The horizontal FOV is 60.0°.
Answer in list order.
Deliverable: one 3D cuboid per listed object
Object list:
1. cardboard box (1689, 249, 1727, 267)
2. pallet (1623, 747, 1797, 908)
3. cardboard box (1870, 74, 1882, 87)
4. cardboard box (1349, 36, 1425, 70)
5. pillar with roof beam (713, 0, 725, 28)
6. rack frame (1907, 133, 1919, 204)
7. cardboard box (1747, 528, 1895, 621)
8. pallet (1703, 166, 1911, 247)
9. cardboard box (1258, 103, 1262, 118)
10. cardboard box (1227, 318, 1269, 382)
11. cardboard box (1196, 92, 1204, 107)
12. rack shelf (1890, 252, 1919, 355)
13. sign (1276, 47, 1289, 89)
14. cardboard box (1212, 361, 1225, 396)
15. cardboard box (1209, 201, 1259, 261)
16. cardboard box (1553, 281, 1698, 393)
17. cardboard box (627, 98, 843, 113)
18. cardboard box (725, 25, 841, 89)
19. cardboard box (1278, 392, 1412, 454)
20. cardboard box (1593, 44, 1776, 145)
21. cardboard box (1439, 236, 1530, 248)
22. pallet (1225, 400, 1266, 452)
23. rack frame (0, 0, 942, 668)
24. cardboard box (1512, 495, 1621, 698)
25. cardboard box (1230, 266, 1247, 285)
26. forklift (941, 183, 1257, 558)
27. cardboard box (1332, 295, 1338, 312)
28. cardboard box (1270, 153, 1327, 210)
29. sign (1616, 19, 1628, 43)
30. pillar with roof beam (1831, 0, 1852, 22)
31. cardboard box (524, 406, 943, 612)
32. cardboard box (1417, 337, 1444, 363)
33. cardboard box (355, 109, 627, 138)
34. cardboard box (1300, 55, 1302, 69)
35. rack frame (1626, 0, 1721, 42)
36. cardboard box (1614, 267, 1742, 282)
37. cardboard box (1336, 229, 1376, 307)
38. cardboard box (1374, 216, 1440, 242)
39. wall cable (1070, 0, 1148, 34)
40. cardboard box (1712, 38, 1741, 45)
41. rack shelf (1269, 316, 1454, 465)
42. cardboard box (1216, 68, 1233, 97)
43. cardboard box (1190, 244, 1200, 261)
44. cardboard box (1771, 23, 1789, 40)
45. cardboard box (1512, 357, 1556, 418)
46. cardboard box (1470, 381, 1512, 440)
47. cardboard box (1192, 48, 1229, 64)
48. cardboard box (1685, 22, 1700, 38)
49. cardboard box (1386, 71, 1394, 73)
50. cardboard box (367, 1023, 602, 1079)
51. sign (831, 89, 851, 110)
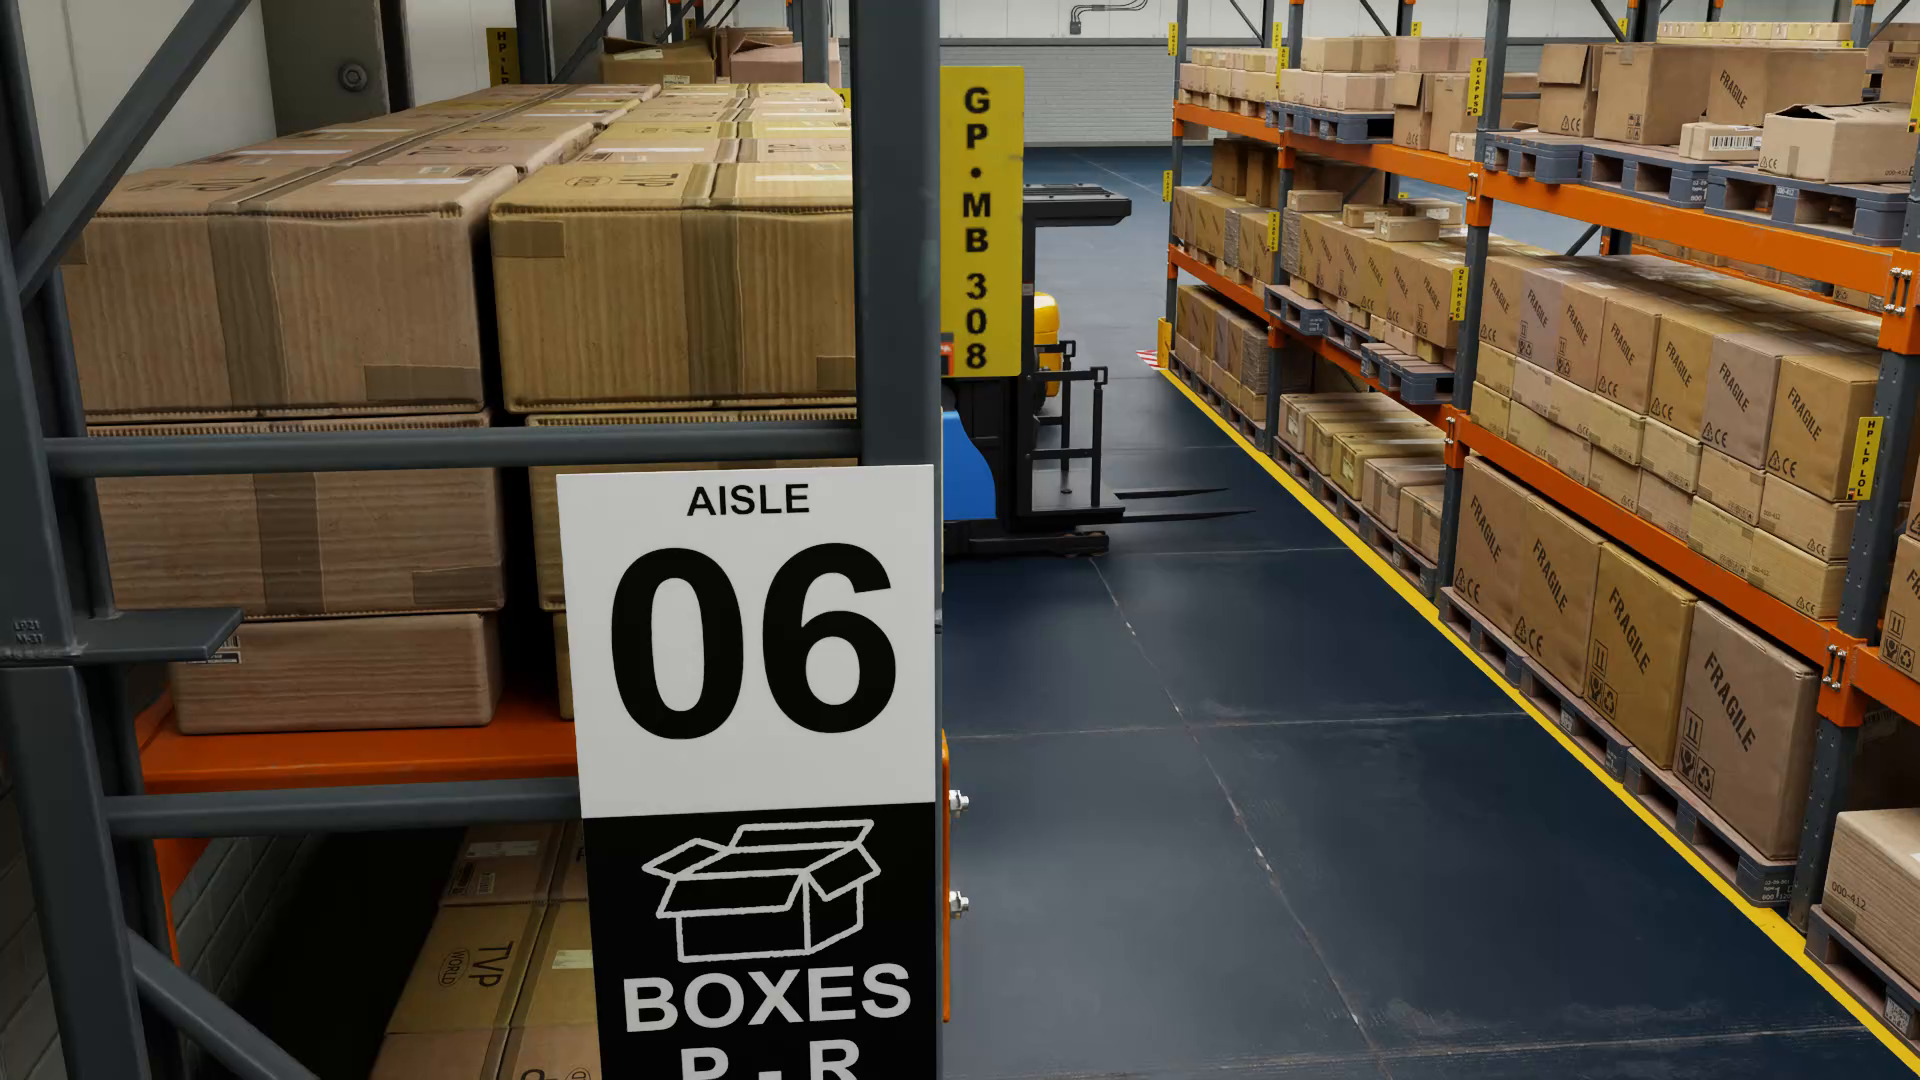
[{"bbox_3d":[7.867,-3.045,16.619,0.875,0.550,0.500,-2,18,-6],"label":"cardboard box"},{"bbox_3d":[3.846,1.288,7.723,1.003,0.211,1.213,-2,18,-6],"label":"pallet"},{"bbox_3d":[8.361,-4.137,14.890,0.380,0.149,0.250,-2,18,-5],"label":"cardboard box"},{"bbox_3d":[3.362,-3.828,13.070,0.500,0.250,0.500,-1,17,-4],"label":"cardboard box"},{"bbox_3d":[-0.573,-11.359,33.334,9.100,9.000,0.400,-2,18,-6],"label":"pillar with roof beam"},{"bbox_3d":[4.001,-2.677,5.682,1.000,3.000,0.127,-2,18,-6],"label":"rack frame"},{"bbox_3d":[3.704,0.131,7.004,0.500,0.250,0.500,-2,18,-7],"label":"cardboard box"},{"bbox_3d":[3.857,-1.427,7.025,0.805,0.209,1.217,-2,18,-8],"label":"pallet"},{"bbox_3d":[2.872,-3.825,14.764,0.380,0.149,0.250,-2,18,-8],"label":"cardboard box"},{"bbox_3d":[2.794,-1.764,15.427,0.500,0.500,0.500,-1,17,-5],"label":"cardboard box"},{"bbox_3d":[2.584,-4.437,16.715,0.380,0.149,0.250,-1,17,-4],"label":"cardboard box"},{"bbox_3d":[4.207,-0.307,4.341,1.077,0.370,4.000,-2,18,-6],"label":"rack shelf"},{"bbox_3d":[2.637,-3.857,13.585,0.100,0.325,0.005,-2,18,-6],"label":"sign"},{"bbox_3d":[2.735,-1.565,16.043,0.500,0.250,0.500,-2,17,-5],"label":"cardboard box"},{"bbox_3d":[2.707,-2.973,15.976,0.500,0.500,0.500,-2,18,-7],"label":"cardboard box"},{"bbox_3d":[3.495,-1.075,8.757,0.500,0.500,0.500,-1,17,-4],"label":"cardboard box"},{"bbox_3d":[-0.539,-0.956,4.124,0.500,0.250,0.500,-1,17,-5],"label":"cardboard box"},{"bbox_3d":[-0.620,-1.660,5.812,0.396,0.266,0.258,-2,18,-6],"label":"cardboard box"},{"bbox_3d":[3.232,-0.989,14.006,0.950,0.372,0.625,-2,17,-5],"label":"cardboard box"},{"bbox_3d":[3.880,-2.397,8.928,0.700,0.500,0.500,-3,18,-8],"label":"cardboard box"},{"bbox_3d":[3.650,-1.851,11.701,0.500,0.500,0.500,-1,17,-5],"label":"cardboard box"},{"bbox_3d":[3.071,-1.067,15.224,1.003,0.211,1.213,-2,18,-6],"label":"pallet"},{"bbox_3d":[-0.523,-1.331,1.394,1.000,3.000,0.127,-2,18,-6],"label":"rack frame"},{"bbox_3d":[3.665,0.281,9.121,0.875,0.875,0.875,-2,17,-5],"label":"cardboard box"},{"bbox_3d":[2.732,-2.468,15.449,0.380,0.149,0.250,-2,18,-6],"label":"cardboard box"},{"bbox_3d":[0.615,-1.428,11.832,3.031,2.935,1.130,-3,18,-9],"label":"forklift"},{"bbox_3d":[3.049,-1.796,12.609,0.380,0.149,0.250,-2,18,-5],"label":"cardboard box"},{"bbox_3d":[3.290,-3.306,15.368,0.700,0.500,0.500,-2,18,-7],"label":"cardboard box"},{"bbox_3d":[7.124,-5.444,17.910,0.100,0.325,0.005,-2,18,-6],"label":"sign"},{"bbox_3d":[20.958,-15.641,46.974,9.100,9.000,0.400,-2,18,-6],"label":"pillar with roof beam"},{"bbox_3d":[-0.297,-0.111,2.269,0.500,0.250,0.500,-2,18,-6],"label":"cardboard box"},{"bbox_3d":[3.221,-1.255,10.886,0.380,0.149,0.250,-2,17,-5],"label":"cardboard box"},{"bbox_3d":[-0.988,-0.791,3.600,0.500,0.250,0.500,-2,18,-6],"label":"cardboard box"},{"bbox_3d":[2.926,-3.978,13.920,0.380,0.149,0.250,-1,17,-4],"label":"cardboard box"},{"bbox_3d":[7.677,-6.436,17.653,1.000,3.000,0.127,-2,18,-6],"label":"rack frame"},{"bbox_3d":[3.963,-1.233,9.261,0.500,0.500,0.500,-1,17,-5],"label":"cardboard box"},{"bbox_3d":[3.092,-1.990,12.145,0.500,0.500,0.500,-2,18,-8],"label":"cardboard box"},{"bbox_3d":[3.139,-2.185,11.682,0.380,0.149,0.250,-3,18,-8],"label":"cardboard box"},{"bbox_3d":[4.363,-17.631,47.634,2.305,6.003,0.169,-2,18,-6],"label":"wall cable"},{"bbox_3d":[7.628,-4.720,16.082,0.500,0.250,0.500,-2,18,-6],"label":"cardboard box"},{"bbox_3d":[3.382,-1.260,12.382,1.077,0.370,4.000,-2,18,-6],"label":"rack shelf"},{"bbox_3d":[2.704,-4.277,15.539,0.500,0.250,0.500,-1,17,-4],"label":"cardboard box"},{"bbox_3d":[2.560,-2.930,16.920,0.380,0.149,0.250,-2,17,-5],"label":"cardboard box"},{"bbox_3d":[7.658,-4.645,15.178,0.380,0.149,0.250,-1,17,-5],"label":"cardboard box"},{"bbox_3d":[3.447,-0.861,9.328,0.500,0.250,0.500,-1,17,-4],"label":"cardboard box"},{"bbox_3d":[3.389,-0.782,9.910,0.500,0.250,0.500,-2,18,-7],"label":"cardboard box"},{"bbox_3d":[2.597,-4.970,17.080,0.380,0.149,0.250,-2,18,-6],"label":"cardboard box"},{"bbox_3d":[7.498,-5.101,16.629,0.380,0.149,0.250,-2,18,-7],"label":"cardboard box"},{"bbox_3d":[3.427,-3.438,12.662,0.500,0.250,0.500,-2,17,-5],"label":"cardboard box"},{"bbox_3d":[-0.887,1.178,3.170,0.500,0.250,0.500,-2,18,-5],"label":"cardboard box"},{"bbox_3d":[-0.397,-1.357,5.622,0.100,0.325,0.005,-2,18,-6],"label":"sign"}]
